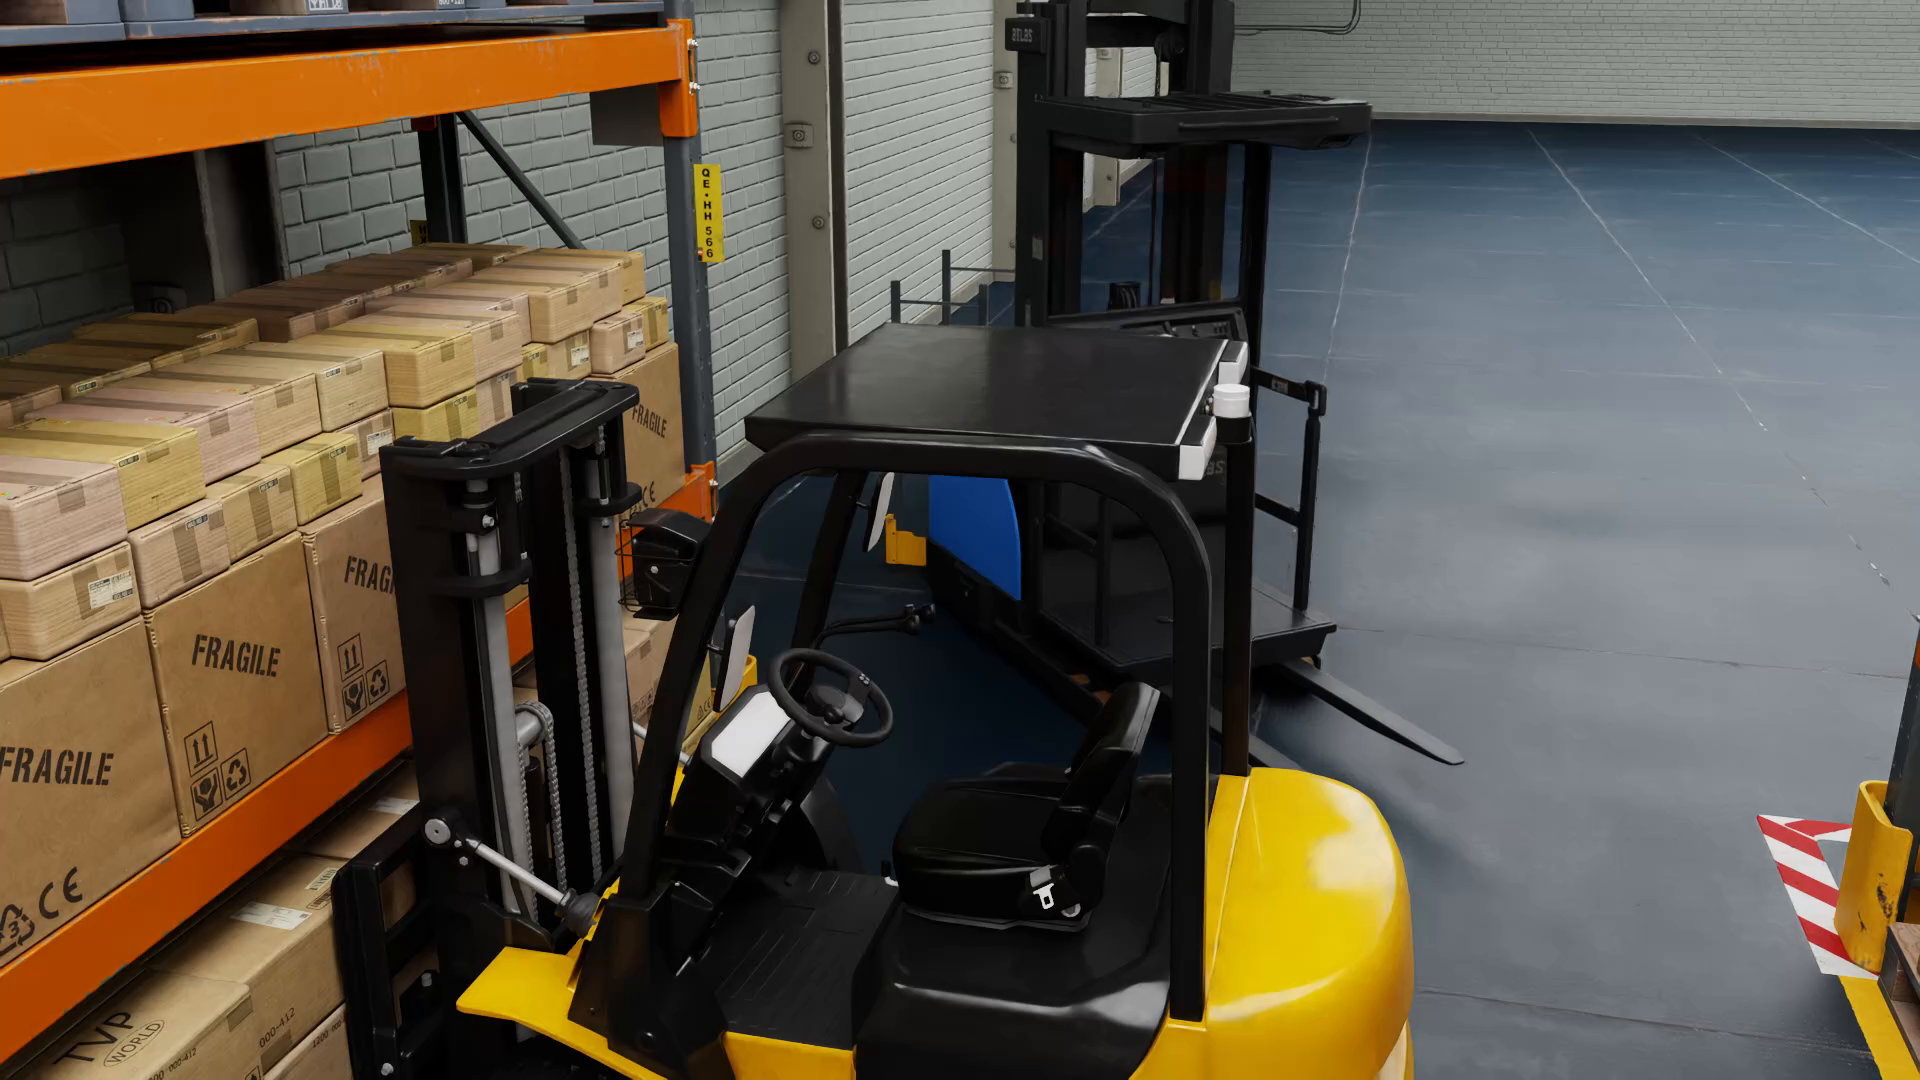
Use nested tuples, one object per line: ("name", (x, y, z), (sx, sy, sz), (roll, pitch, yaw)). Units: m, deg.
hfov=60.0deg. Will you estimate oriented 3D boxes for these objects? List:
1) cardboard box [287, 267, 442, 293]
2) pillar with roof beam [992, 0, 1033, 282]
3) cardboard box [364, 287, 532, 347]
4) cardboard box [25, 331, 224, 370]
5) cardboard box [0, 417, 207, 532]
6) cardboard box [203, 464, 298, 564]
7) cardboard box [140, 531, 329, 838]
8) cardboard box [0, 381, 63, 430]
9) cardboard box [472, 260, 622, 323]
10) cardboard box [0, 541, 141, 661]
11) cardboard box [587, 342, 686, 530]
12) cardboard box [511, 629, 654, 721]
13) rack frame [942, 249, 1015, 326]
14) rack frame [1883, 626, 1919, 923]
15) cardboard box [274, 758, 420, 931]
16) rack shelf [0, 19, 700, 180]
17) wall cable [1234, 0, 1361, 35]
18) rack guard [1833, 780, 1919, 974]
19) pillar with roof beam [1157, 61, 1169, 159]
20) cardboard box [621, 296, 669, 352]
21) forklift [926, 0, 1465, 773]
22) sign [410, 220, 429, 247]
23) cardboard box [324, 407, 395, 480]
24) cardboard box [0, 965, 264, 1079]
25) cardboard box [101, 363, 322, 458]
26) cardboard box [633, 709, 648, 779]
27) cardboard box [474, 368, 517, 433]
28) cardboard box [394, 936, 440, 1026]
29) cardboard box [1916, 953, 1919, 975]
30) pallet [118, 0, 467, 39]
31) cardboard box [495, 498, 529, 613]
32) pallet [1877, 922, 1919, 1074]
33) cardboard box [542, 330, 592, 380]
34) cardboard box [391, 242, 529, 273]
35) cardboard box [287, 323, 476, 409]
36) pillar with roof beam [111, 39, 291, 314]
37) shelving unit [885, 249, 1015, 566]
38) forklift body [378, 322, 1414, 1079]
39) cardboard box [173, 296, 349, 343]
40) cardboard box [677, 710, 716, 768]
("cardboard box", (-1.810, -0.733, 5.073), (0.380, 0.149, 0.250), (5, 19, 14))
("pillar with roof beam", (4.689, -6.602, 14.595), (9.100, 9.000, 0.400), (5, 19, 13))
("cardboard box", (-1.457, -0.619, 4.742), (0.380, 0.149, 0.250), (5, 19, 14))
("cardboard box", (-2.068, -0.413, 4.139), (0.380, 0.149, 0.250), (5, 19, 14))
("cardboard box", (-1.755, -0.133, 3.317), (0.380, 0.149, 0.250), (4, 19, 13))
("cardboard box", (-1.677, -0.068, 3.587), (0.380, 0.149, 0.250), (4, 19, 12))
("cardboard box", (-1.755, 0.275, 3.586), (0.500, 0.500, 0.500), (4, 19, 13))
("cardboard box", (-2.221, -0.253, 3.670), (0.380, 0.149, 0.250), (4, 19, 13))
("cardboard box", (-1.286, -0.776, 5.199), (0.380, 0.149, 0.250), (5, 19, 13))
("cardboard box", (-1.787, 0.094, 3.112), (0.380, 0.149, 0.250), (5, 20, 15))
("cardboard box", (-1.239, -0.362, 5.451), (0.500, 0.500, 0.500), (4, 19, 12))
("cardboard box", (-1.302, 0.470, 5.230), (0.500, 0.250, 0.500), (5, 19, 14))
("rack frame", (0.145, -0.896, 9.490), (0.500, 1.500, 0.032), (5, 19, 13))
("rack frame", (3.441, -0.098, 4.835), (1.000, 3.000, 0.127), (5, 19, 13))
("cardboard box", (-1.547, 0.787, 4.301), (0.500, 0.250, 0.500), (4, 19, 12))
("rack shelf", (-1.862, -0.941, 3.775), (1.077, 0.370, 4.000), (5, 19, 13))
("wall cable", (6.915, -11.934, 35.008), (3.097, 2.526, 0.112), (5, 19, 13))
("rack guard", (3.423, 1.108, 5.169), (1.175, 0.500, 0.348), (5, 19, 13))
("pillar with roof beam", (7.621, -10.364, 25.607), (9.100, 9.000, 0.400), (5, 19, 13))
("cardboard box", (-1.186, -0.713, 5.475), (0.380, 0.149, 0.250), (5, 19, 14))
("forklift", (0.913, -0.759, 6.875), (1.130, 2.935, 3.031), (-9, 21, -24))
("sign", (-1.910, -0.982, 5.960), (0.100, 0.325, 0.005), (5, 19, 13))
("cardboard box", (-1.624, -0.238, 4.084), (0.380, 0.149, 0.250), (5, 19, 13))
("cardboard box", (-1.793, 1.107, 3.362), (0.500, 0.250, 0.500), (5, 19, 13))
("cardboard box", (-1.703, -0.297, 3.797), (0.380, 0.149, 0.250), (5, 19, 14))
("cardboard box", (-1.322, 0.710, 5.298), (0.500, 0.250, 0.500), (4, 19, 13))
("cardboard box", (-1.433, -0.390, 4.529), (0.380, 0.149, 0.250), (4, 19, 12))
("cardboard box", (-1.553, 1.030, 4.361), (0.500, 0.250, 0.500), (5, 19, 13))
("cardboard box", (2.976, 1.235, 4.535), (0.500, 0.250, 0.500), (4, 19, 13))
("pallet", (-1.867, -1.264, 3.743), (1.003, 0.211, 1.213), (5, 19, 13))
("cardboard box", (-1.499, -0.039, 4.507), (0.500, 0.500, 0.500), (4, 19, 12))
("pallet", (3.190, 1.497, 4.479), (1.003, 0.211, 1.213), (5, 19, 13))
("cardboard box", (-1.342, -0.554, 5.010), (0.380, 0.149, 0.250), (5, 19, 14))
("cardboard box", (-1.662, -0.896, 5.551), (0.380, 0.149, 0.250), (4, 19, 12))
("cardboard box", (-1.471, -0.447, 4.238), (0.380, 0.149, 0.250), (5, 19, 14))
("pillar with roof beam", (1.757, -2.841, 3.584), (9.100, 9.000, 0.400), (5, 19, 13))
("shelving unit", (0.019, -0.734, 9.015), (0.587, 1.500, 1.083), (5, 19, 13))
("forklift body", (-0.067, 0.651, 3.955), (2.313, 2.155, 1.214), (5, 19, 13))
("cardboard box", (-1.925, -0.572, 4.602), (0.380, 0.149, 0.250), (5, 20, 15))
("cardboard box", (-1.181, 0.785, 5.852), (0.500, 0.250, 0.500), (5, 19, 14))
